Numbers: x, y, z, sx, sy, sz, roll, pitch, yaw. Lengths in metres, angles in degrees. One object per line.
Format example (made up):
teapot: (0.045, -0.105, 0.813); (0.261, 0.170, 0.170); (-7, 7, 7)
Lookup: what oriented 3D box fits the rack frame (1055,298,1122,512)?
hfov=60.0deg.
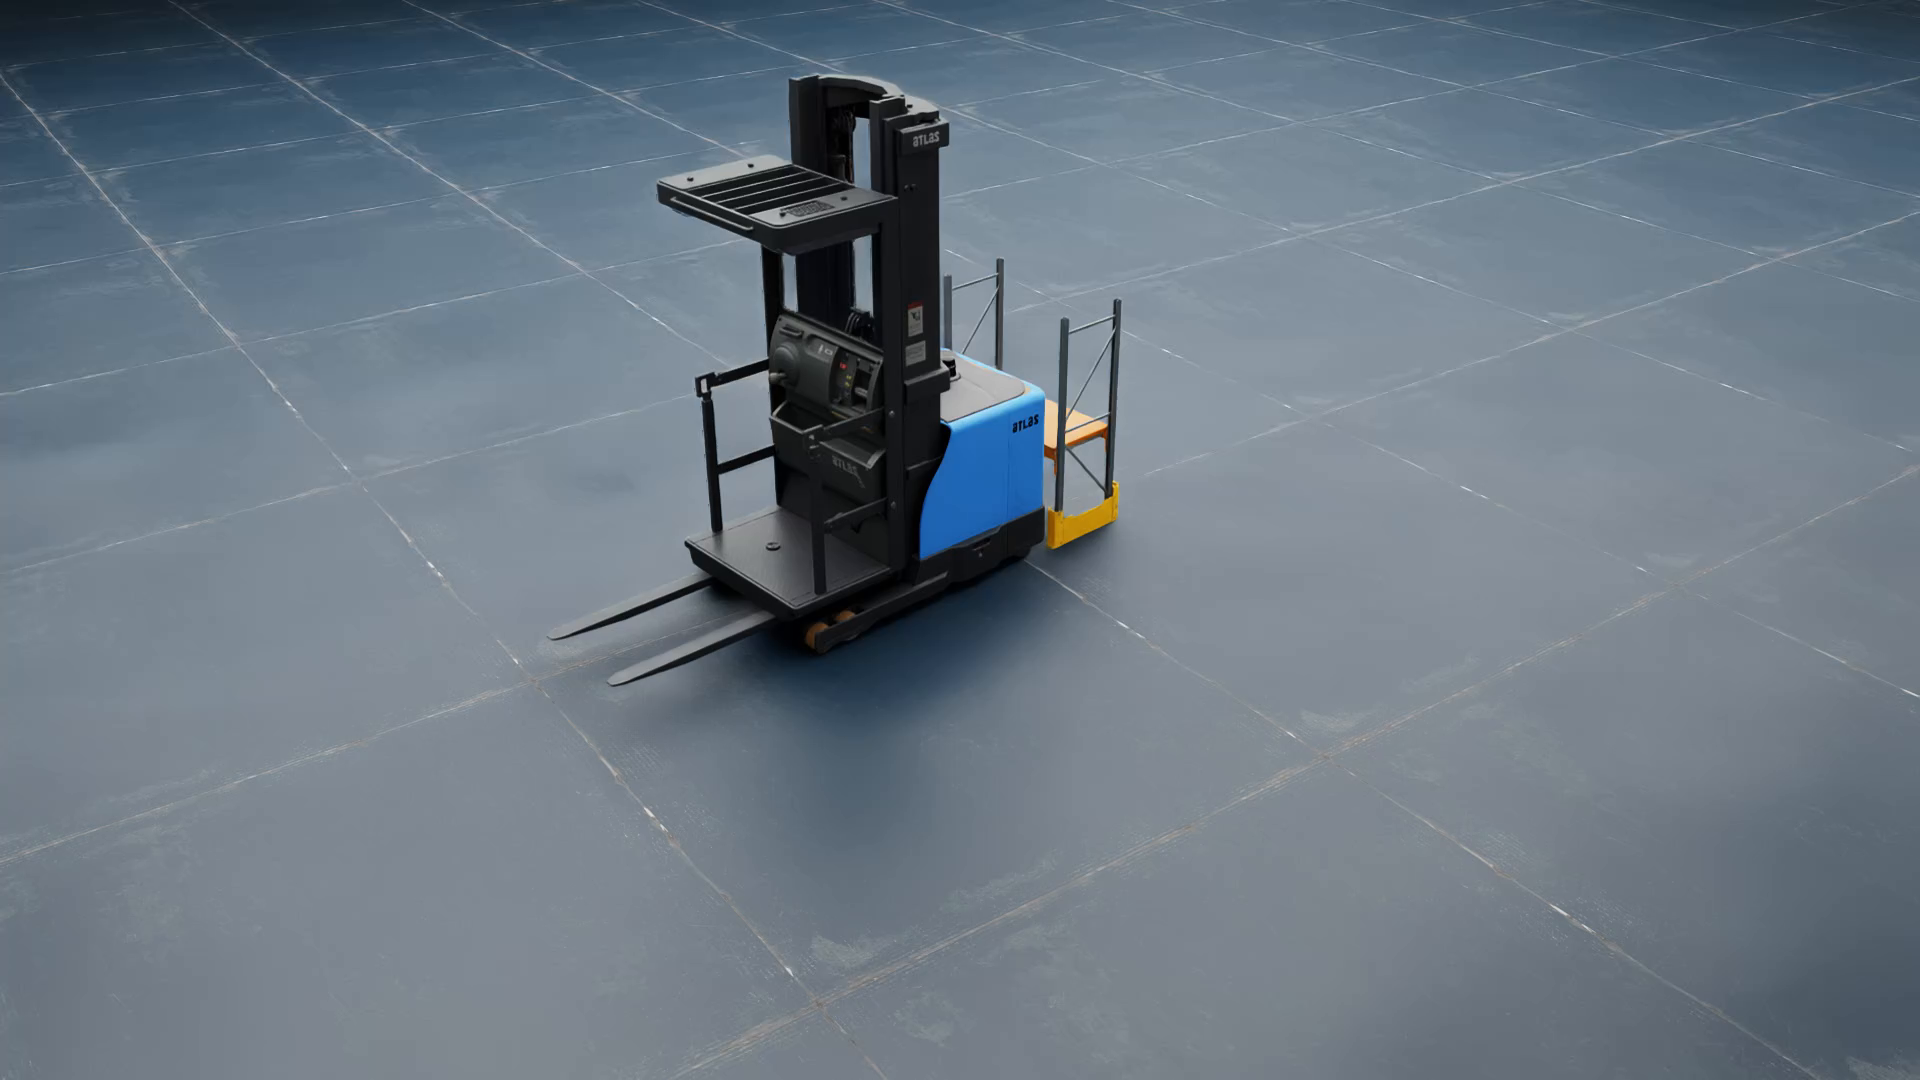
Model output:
rack frame: (0.781, -0.715, 10.221); (0.500, 1.500, 0.032); (-24, 37, -37)

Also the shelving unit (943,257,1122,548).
shelving unit: (0.442, -0.889, 10.543); (0.587, 1.500, 1.083); (-24, 37, -37)

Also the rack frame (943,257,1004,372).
rack frame: (0.090, -1.071, 10.876); (0.500, 1.500, 0.032); (-24, 37, -37)

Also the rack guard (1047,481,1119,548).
rack guard: (0.780, -0.166, 10.520); (0.587, 0.250, 0.087); (-24, 37, -37)

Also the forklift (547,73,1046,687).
forklift: (-0.906, -0.938, 9.133); (3.031, 2.935, 1.130); (-23, 36, -36)

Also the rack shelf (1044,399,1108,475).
rack shelf: (0.435, -0.735, 10.635); (0.538, 0.185, 1.000); (-24, 37, -37)
